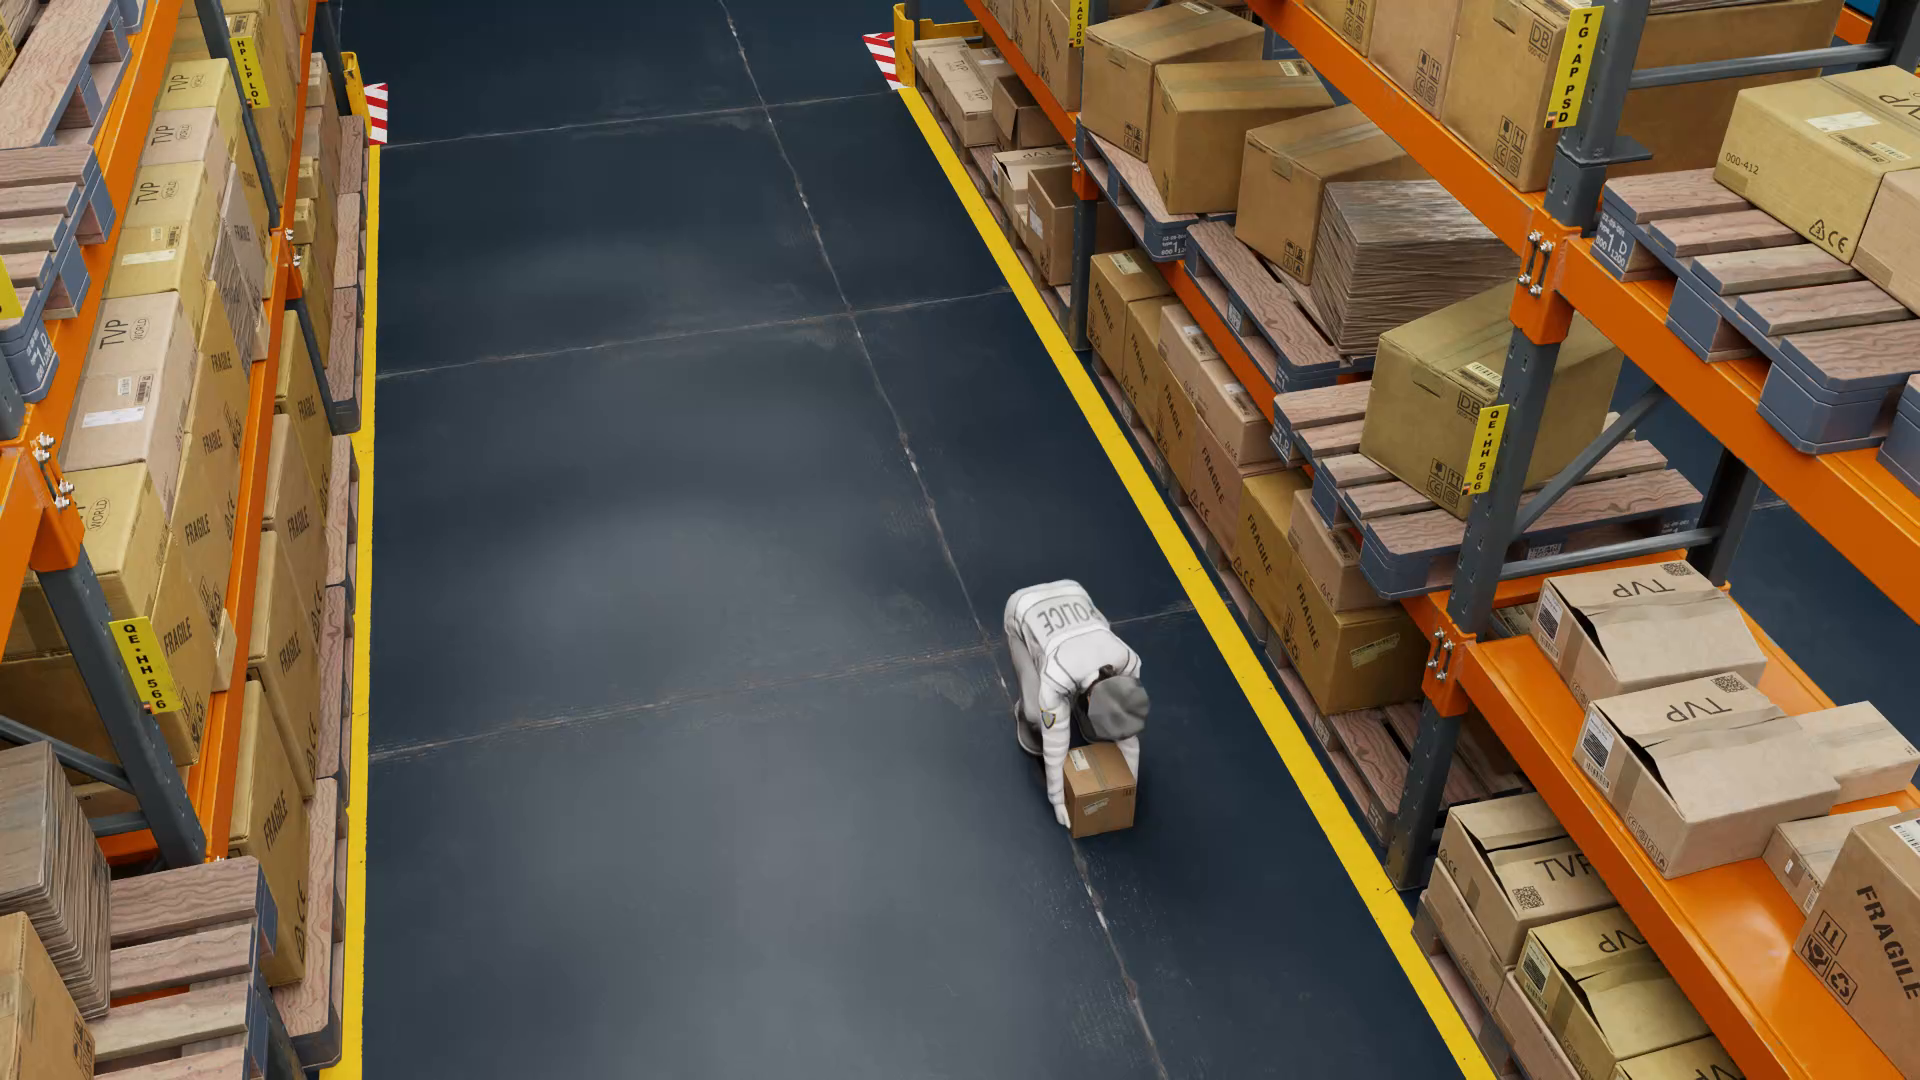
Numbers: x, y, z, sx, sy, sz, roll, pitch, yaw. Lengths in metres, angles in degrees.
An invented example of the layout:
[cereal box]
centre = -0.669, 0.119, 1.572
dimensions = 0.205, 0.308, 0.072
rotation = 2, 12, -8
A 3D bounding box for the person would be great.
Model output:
[person]
centre = 0.468, 0.618, 6.686
dimensions = 0.457, 0.760, 0.915
rotation = -10, 40, -13
